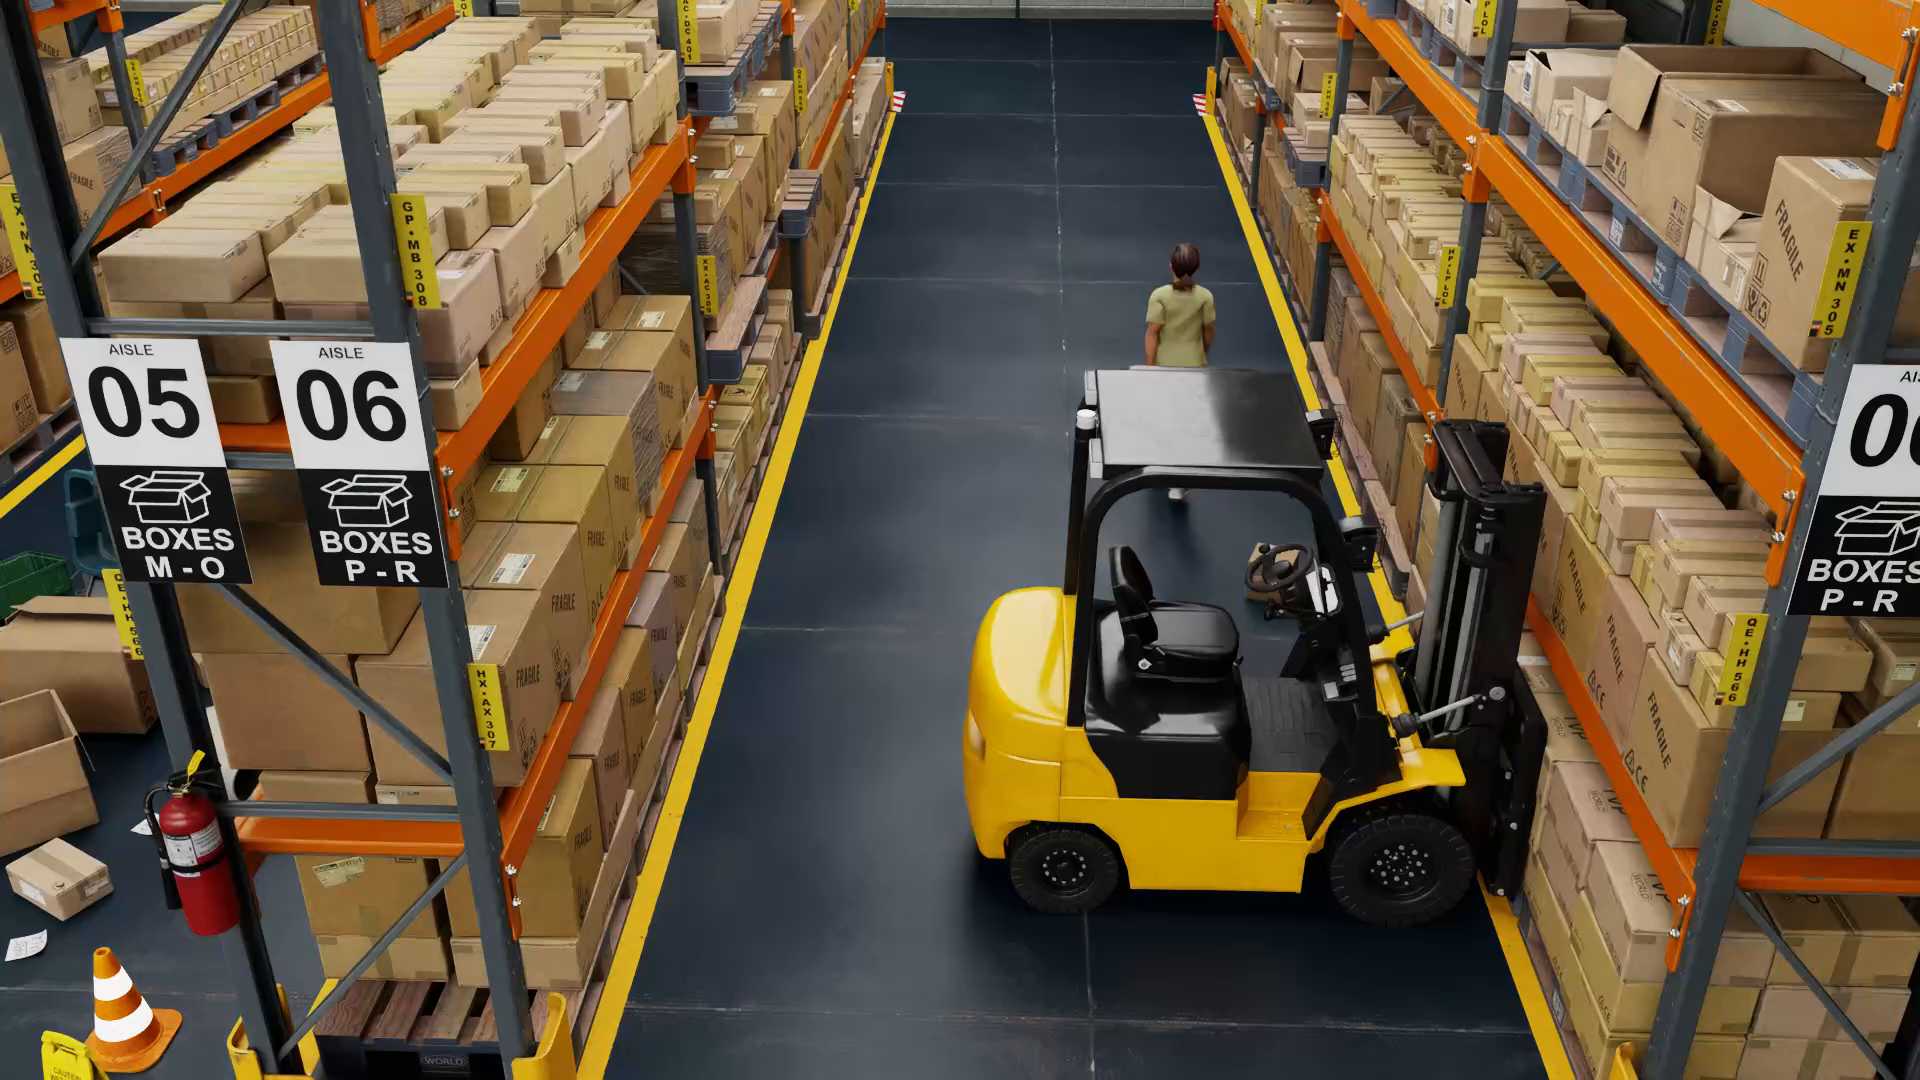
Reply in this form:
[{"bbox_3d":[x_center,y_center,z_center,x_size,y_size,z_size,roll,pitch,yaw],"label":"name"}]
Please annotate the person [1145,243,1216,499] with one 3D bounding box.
[{"bbox_3d":[1.419,-1.164,10.785,0.439,1.601,1.037,5,28,9],"label":"person"}]
